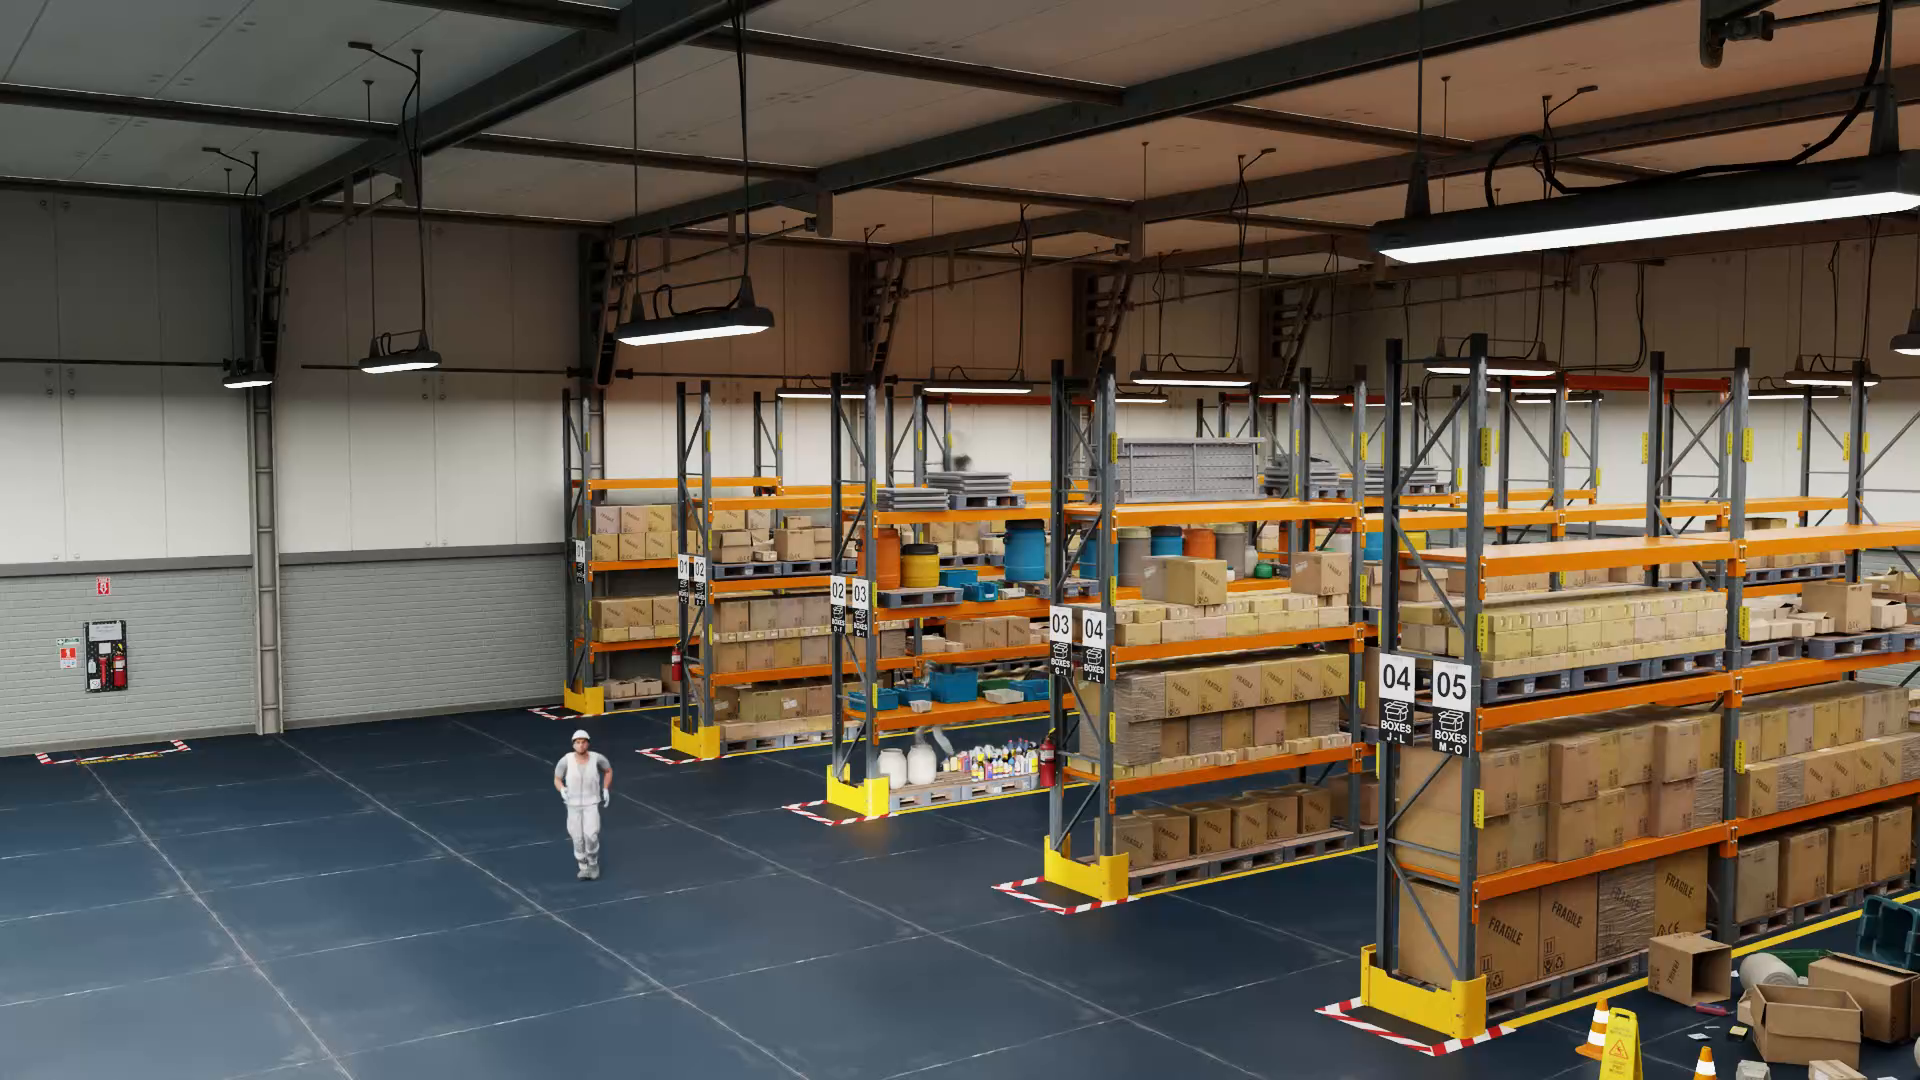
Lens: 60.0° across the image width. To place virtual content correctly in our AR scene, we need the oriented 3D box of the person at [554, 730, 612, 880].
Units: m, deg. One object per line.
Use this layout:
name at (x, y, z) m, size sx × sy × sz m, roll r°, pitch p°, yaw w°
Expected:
person at (-4.339, 3.051, 19.093) m, size 0.635 × 1.754 × 0.652 m, roll 0°, pitch 4°, yaw -6°

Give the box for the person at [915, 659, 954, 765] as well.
person at (-0.411, 2.686, 25.543) m, size 0.741 × 1.743 × 0.600 m, roll -2°, pitch 4°, yaw -33°
